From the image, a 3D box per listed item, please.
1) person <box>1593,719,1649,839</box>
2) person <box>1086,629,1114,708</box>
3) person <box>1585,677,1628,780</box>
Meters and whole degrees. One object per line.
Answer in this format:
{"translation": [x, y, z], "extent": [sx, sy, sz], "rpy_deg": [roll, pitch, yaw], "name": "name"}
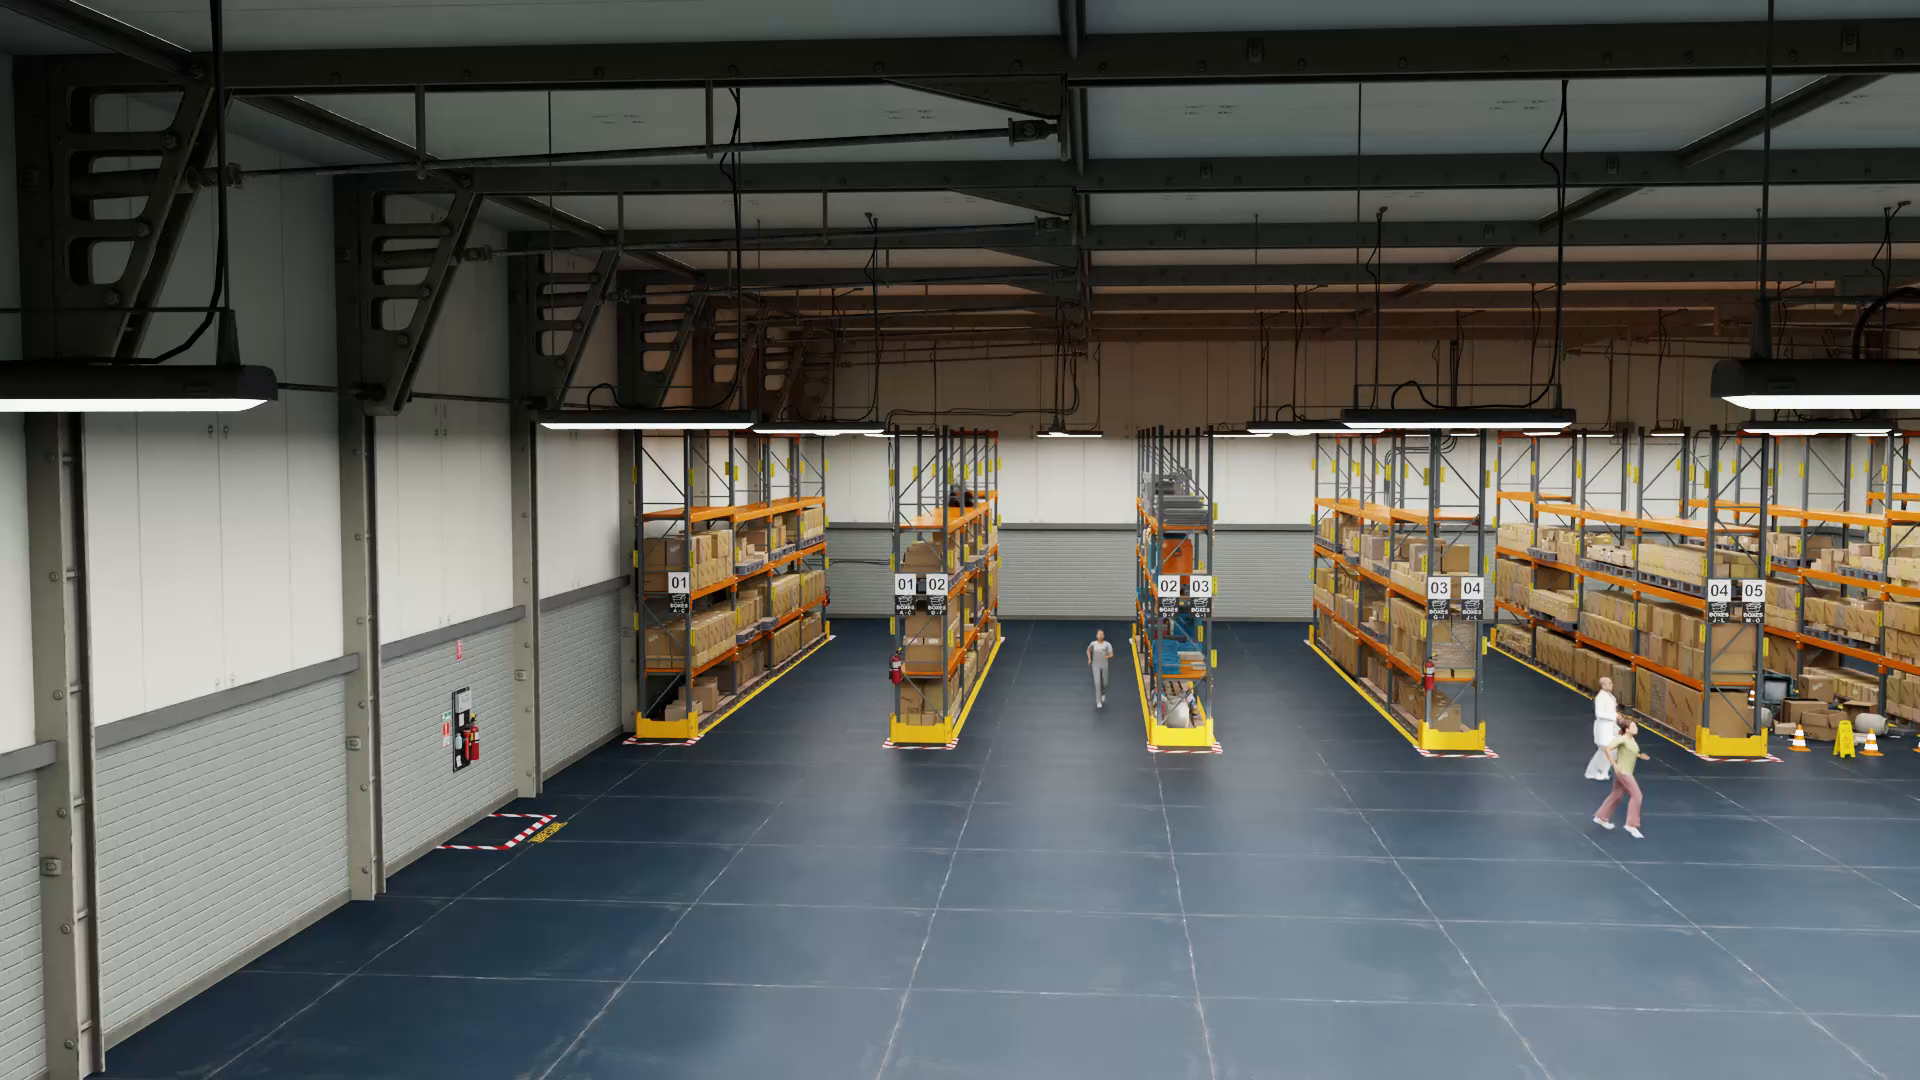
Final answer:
{"translation": [9.609, 3.432, 24.174], "extent": [0.748, 1.718, 0.569], "rpy_deg": [2, 4, 32], "name": "person"}
{"translation": [3.009, 2.734, 35.738], "extent": [0.575, 1.645, 0.928], "rpy_deg": [0, 3, 2], "name": "person"}
{"translation": [10.844, 3.172, 27.828], "extent": [0.726, 1.768, 0.682], "rpy_deg": [3, 4, 40], "name": "person"}
